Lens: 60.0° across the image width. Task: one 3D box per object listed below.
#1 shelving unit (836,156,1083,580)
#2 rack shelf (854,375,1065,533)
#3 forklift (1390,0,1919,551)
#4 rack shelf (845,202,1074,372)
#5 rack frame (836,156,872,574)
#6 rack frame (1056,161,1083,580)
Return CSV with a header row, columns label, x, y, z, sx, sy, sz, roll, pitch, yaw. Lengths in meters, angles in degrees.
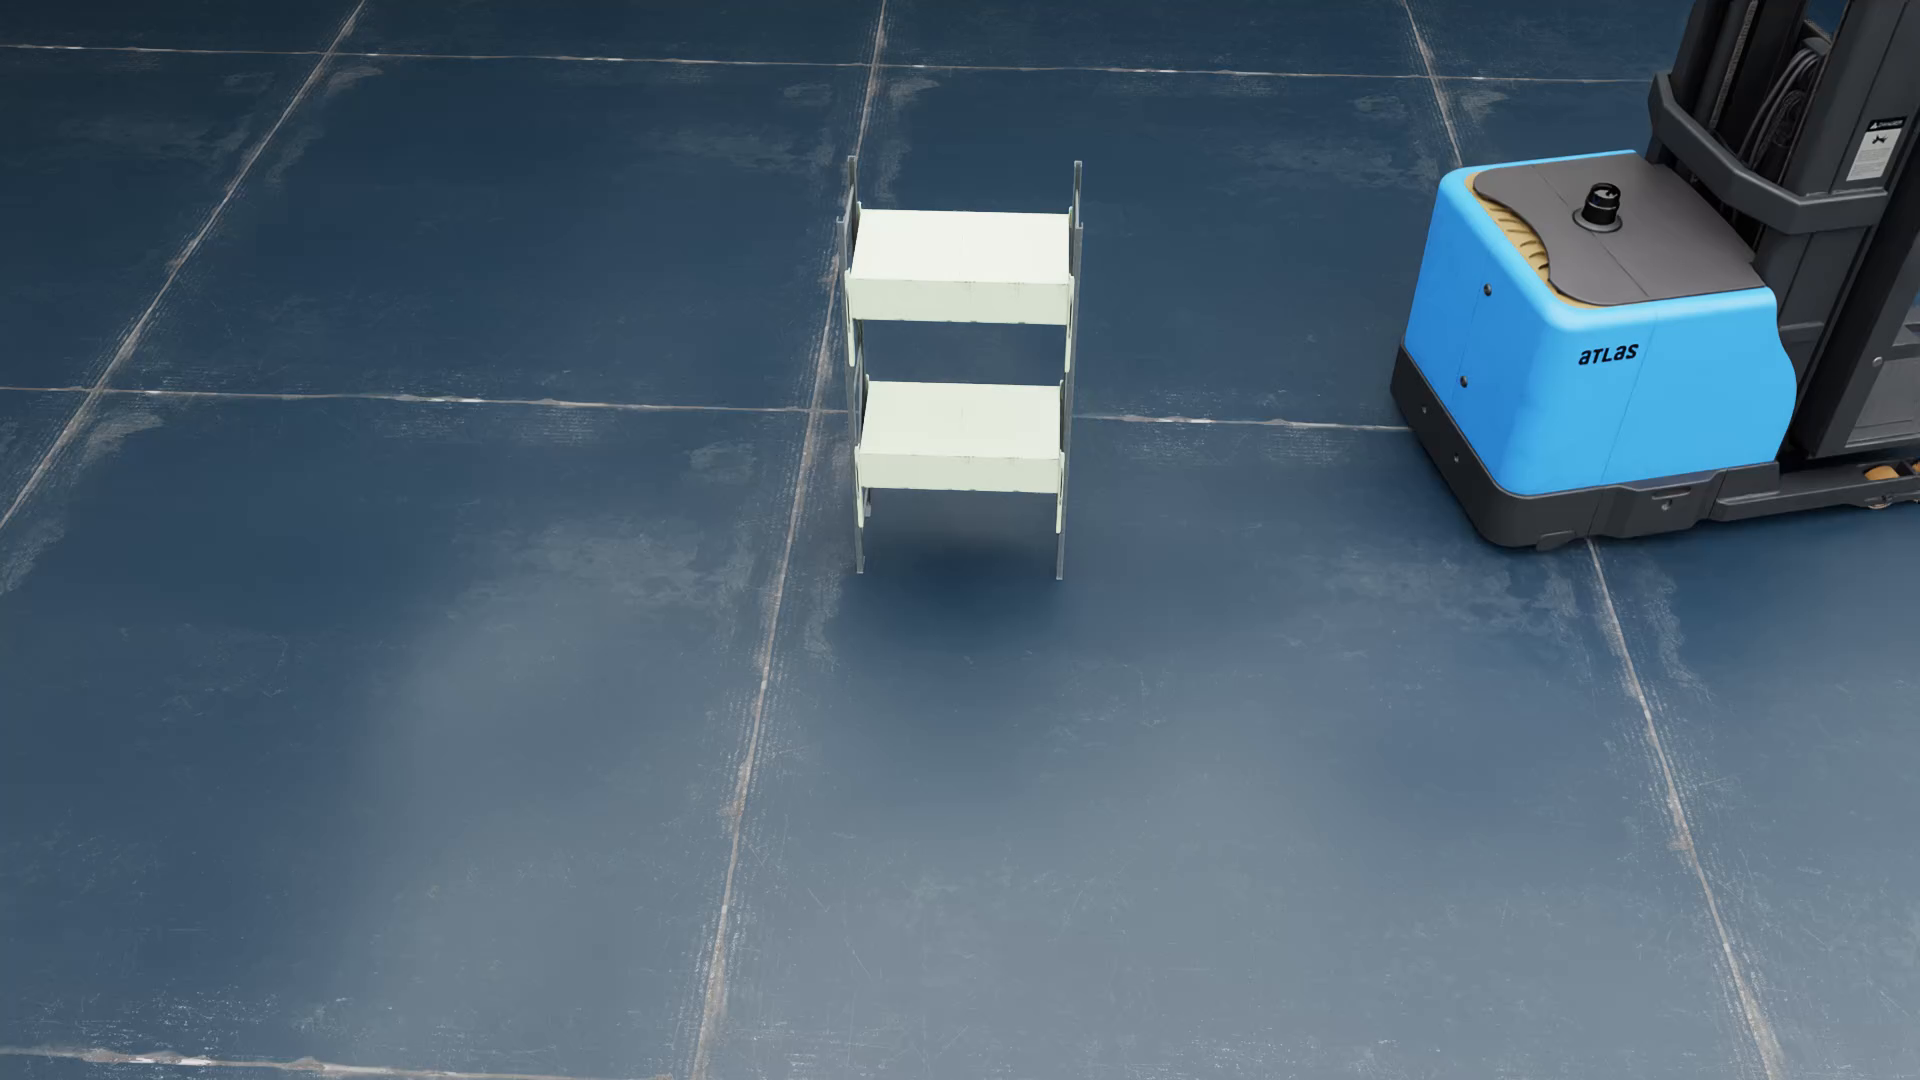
label,x,y,z,sx,sy,sz,roll,pitch,yaw
shelving unit,0.007,-0.549,5.739,0.755,1.500,0.431,2,43,2
rack shelf,0.007,-0.310,5.961,0.720,0.370,0.431,2,43,2
forklift,3.328,-1.538,5.751,3.031,2.935,1.130,-8,44,-8
rack shelf,0.007,-0.834,5.473,0.720,0.370,0.431,2,43,2
rack frame,-0.359,-0.560,5.751,0.023,1.500,0.400,2,43,2
rack frame,0.372,-0.537,5.727,0.023,1.500,0.400,2,43,2
